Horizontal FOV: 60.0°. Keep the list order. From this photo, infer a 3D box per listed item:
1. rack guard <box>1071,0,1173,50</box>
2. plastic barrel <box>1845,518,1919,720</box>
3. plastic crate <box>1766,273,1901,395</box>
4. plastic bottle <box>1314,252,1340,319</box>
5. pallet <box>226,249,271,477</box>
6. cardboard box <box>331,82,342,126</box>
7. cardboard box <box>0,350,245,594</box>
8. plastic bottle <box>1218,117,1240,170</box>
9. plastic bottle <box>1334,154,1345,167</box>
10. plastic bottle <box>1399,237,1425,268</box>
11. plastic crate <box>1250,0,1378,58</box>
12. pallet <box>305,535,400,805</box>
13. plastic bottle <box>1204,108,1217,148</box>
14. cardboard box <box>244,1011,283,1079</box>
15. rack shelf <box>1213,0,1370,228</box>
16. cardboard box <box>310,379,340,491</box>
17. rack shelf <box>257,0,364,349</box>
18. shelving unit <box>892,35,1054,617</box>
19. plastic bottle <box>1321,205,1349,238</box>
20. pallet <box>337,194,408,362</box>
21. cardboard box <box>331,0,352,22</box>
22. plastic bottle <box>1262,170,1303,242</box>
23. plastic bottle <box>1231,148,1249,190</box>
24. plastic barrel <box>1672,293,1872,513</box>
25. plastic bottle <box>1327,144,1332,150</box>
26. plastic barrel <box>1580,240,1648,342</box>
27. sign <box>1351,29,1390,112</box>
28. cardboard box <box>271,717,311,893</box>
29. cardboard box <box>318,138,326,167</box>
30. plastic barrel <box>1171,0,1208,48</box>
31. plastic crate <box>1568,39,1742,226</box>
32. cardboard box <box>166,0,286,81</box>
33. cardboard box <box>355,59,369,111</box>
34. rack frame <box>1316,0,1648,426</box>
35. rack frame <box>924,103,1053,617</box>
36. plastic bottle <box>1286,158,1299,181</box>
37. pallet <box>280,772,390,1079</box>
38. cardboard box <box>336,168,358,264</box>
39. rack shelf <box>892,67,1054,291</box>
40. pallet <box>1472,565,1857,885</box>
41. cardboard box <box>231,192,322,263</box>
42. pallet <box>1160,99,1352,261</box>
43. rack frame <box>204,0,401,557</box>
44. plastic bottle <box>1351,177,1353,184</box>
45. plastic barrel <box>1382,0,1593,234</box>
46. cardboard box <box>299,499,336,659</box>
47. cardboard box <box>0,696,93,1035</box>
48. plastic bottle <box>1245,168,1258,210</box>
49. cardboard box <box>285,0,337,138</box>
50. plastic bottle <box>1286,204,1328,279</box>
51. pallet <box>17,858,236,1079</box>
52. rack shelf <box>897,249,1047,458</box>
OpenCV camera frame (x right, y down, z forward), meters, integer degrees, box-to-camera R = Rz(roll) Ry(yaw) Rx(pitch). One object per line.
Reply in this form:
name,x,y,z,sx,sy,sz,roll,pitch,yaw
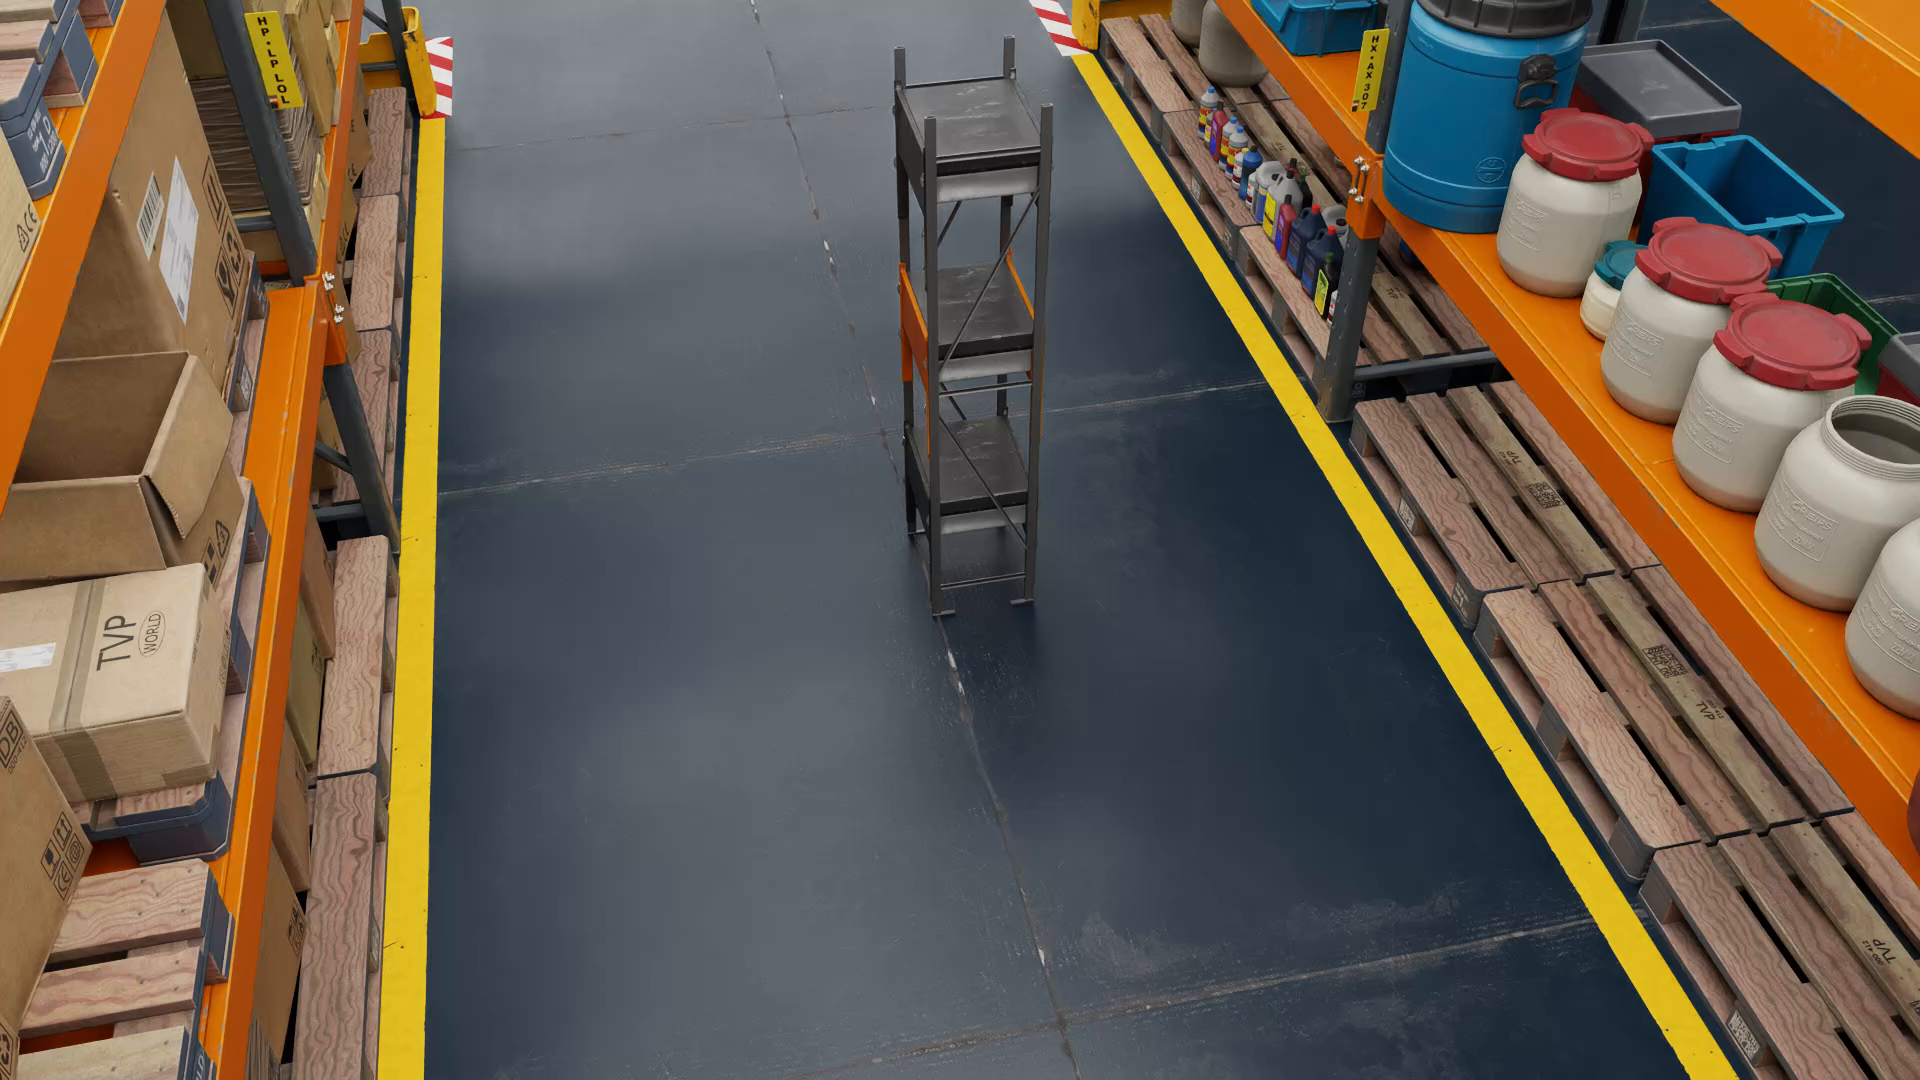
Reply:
rack guard,1.286,-3.353,10.151,1.175,0.500,0.348,-8,42,-9
plastic barrel,2.520,0.177,4.207,0.421,0.512,0.421,0,42,0
plastic crate,2.739,-0.570,5.292,0.450,0.188,0.662,-8,42,-9
plastic bottle,1.661,-1.151,7.502,0.061,0.283,0.133,-6,42,-7
pallet,-2.726,-0.440,5.131,1.003,0.211,1.213,-8,42,-9
cardboard box,-2.701,-1.767,6.670,0.380,0.149,0.250,-8,42,-9
cardboard box,-2.285,-0.113,4.224,0.797,0.503,0.637,-4,42,-5
plastic bottle,1.385,-2.033,8.504,0.097,0.271,0.097,0,42,0
plastic bottle,1.988,-2.034,8.558,0.097,0.201,0.097,0,42,0
plastic bottle,2.177,-1.474,7.814,0.144,0.351,0.185,-8,42,-9
plastic crate,1.583,-2.360,7.262,0.499,0.251,0.616,-8,42,-9
pallet,-2.580,0.519,6.006,1.003,0.211,1.213,-8,42,-9
plastic bottle,1.333,-2.161,8.702,0.097,0.201,0.097,0,42,0
cardboard box,-2.182,1.546,4.300,0.700,0.500,0.500,-12,43,-13
rack shelf,1.656,-2.765,8.147,1.077,0.370,4.000,-8,42,-9
cardboard box,-2.796,-0.515,6.637,0.500,0.500,0.500,-10,42,-11
rack shelf,-3.181,-2.055,7.348,1.077,0.370,4.000,-8,42,-9
shelving unit,0.036,-0.678,5.932,0.431,2.100,0.503,-8,42,-9
plastic bottle,1.765,-1.422,7.812,0.152,0.276,0.135,-8,42,-9
pallet,-3.195,-1.208,7.952,1.003,0.211,1.213,-8,42,-9
cardboard box,-2.923,-2.414,7.400,0.380,0.149,0.250,-8,42,-9
plastic bottle,1.556,-1.621,7.981,0.144,0.351,0.185,-9,42,-10
plastic bottle,1.428,-1.877,8.382,0.097,0.201,0.097,0,42,0
plastic barrel,2.331,-0.381,4.817,0.433,0.535,0.433,0,42,0
plastic bottle,1.972,-2.169,8.648,0.061,0.283,0.133,-8,42,-9
plastic barrel,2.223,-0.806,5.503,0.301,0.262,0.301,0,42,0
sign,1.548,-1.769,6.275,0.100,0.325,0.005,-8,42,-9
cardboard box,-2.432,0.818,5.121,0.700,0.500,0.500,-12,43,-13
cardboard box,-2.624,-1.438,6.300,0.380,0.149,0.250,-8,42,-9
plastic barrel,1.440,-3.141,9.587,0.421,0.512,0.421,0,42,0
plastic crate,2.490,-1.492,6.123,0.402,0.464,0.583,-8,42,-9
cardboard box,-2.598,-1.879,5.554,0.500,0.500,0.500,-8,42,-9
cardboard box,-3.494,-2.436,8.801,0.500,0.500,0.500,-1,42,-1
rack frame,2.087,-1.738,6.448,1.000,3.000,0.127,-8,42,-9
rack frame,0.088,-0.520,5.754,0.400,2.100,0.015,-8,42,-9
plastic bottle,1.628,-1.718,8.140,0.061,0.283,0.133,-8,42,-9
pallet,-2.313,1.312,5.113,1.003,0.211,1.213,-8,42,-9
cardboard box,-3.215,-1.645,7.910,0.500,0.500,0.500,-5,42,-5
rack shelf,0.036,-1.191,5.476,0.431,0.518,0.480,-8,42,-9
pallet,2.561,0.601,5.914,1.003,0.211,1.213,-8,42,-9
cardboard box,-2.502,-1.116,5.937,0.380,0.149,0.250,-8,42,-9
pallet,1.716,-1.928,8.764,1.003,0.211,1.213,-8,42,-9
rack frame,-2.749,-1.028,5.648,1.000,3.000,0.127,-8,42,-9
plastic bottle,2.046,-1.827,8.269,0.152,0.276,0.135,-8,42,-9
plastic barrel,1.875,-1.631,5.951,0.600,0.901,0.708,-8,42,-9
cardboard box,-2.637,0.143,5.880,0.700,0.500,0.500,-11,43,-13
cardboard box,-2.259,0.679,3.334,0.700,0.500,0.500,-3,42,-3
plastic bottle,1.472,-1.744,8.232,0.097,0.201,0.097,0,42,0
cardboard box,-2.859,-1.806,6.226,0.875,0.500,0.500,-8,42,-9
plastic bottle,1.625,-1.412,7.745,0.144,0.351,0.185,-10,43,-11
pallet,-2.143,1.190,3.294,1.213,0.211,1.003,-8,42,-9
rack shelf,0.036,-0.668,5.941,0.431,0.518,0.480,-8,42,-9
